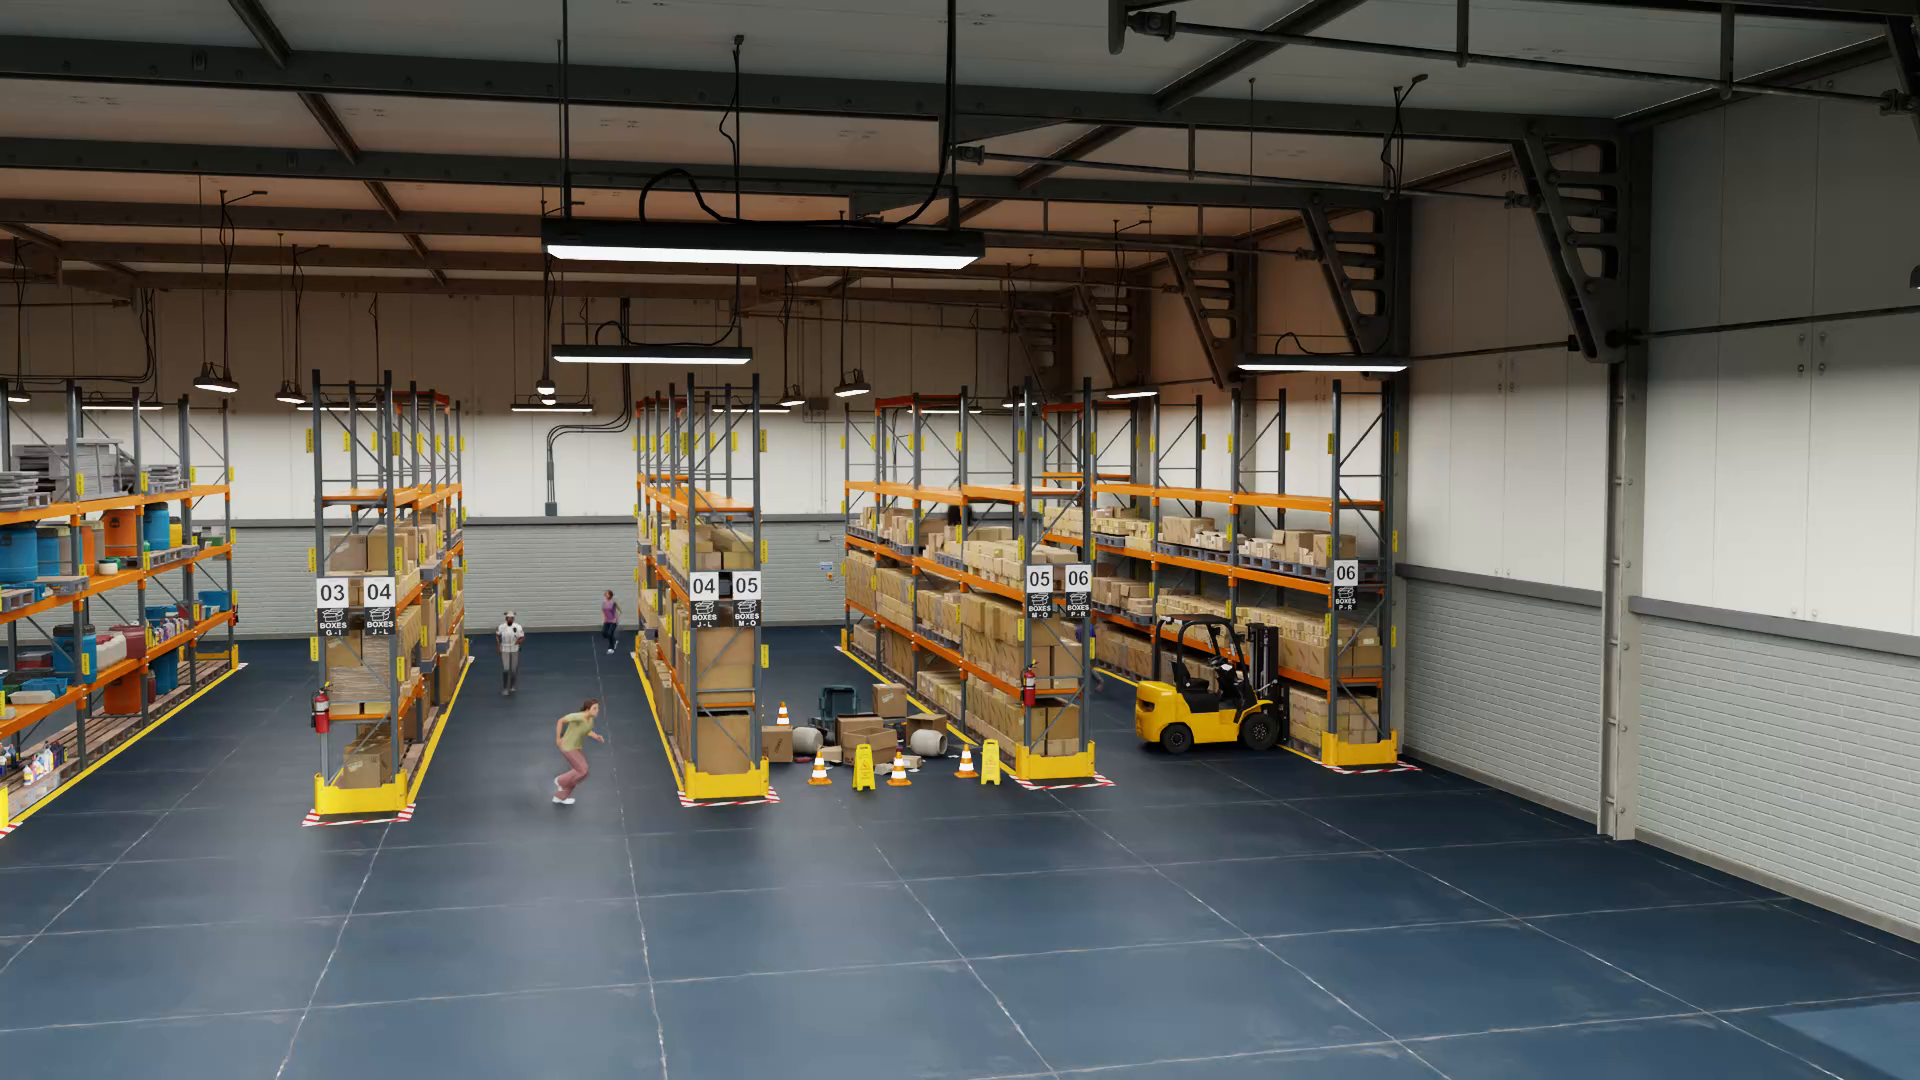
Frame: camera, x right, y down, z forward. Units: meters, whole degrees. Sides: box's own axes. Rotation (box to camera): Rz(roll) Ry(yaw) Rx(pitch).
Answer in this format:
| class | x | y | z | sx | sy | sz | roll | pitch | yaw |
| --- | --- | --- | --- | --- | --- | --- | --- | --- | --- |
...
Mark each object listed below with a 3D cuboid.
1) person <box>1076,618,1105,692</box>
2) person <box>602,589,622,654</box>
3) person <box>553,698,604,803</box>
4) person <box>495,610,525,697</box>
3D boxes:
| class | x | y | z | sx | sy | sz | roll | pitch | yaw |
| --- | --- | --- | --- | --- | --- | --- | --- | --- | --- |
| person | 2.587 | 2.290 | 33.397 | 0.568 | 1.590 | 0.806 | -2 | 4 | -37 |
| person | -8.297 | 1.946 | 39.762 | 0.572 | 1.555 | 0.520 | 2 | 4 | 29 |
| person | -5.314 | 2.927 | 23.001 | 0.777 | 1.501 | 0.611 | 1 | 4 | 20 |
| person | -8.958 | 2.262 | 33.134 | 0.579 | 1.741 | 0.714 | -1 | 3 | -16 |
